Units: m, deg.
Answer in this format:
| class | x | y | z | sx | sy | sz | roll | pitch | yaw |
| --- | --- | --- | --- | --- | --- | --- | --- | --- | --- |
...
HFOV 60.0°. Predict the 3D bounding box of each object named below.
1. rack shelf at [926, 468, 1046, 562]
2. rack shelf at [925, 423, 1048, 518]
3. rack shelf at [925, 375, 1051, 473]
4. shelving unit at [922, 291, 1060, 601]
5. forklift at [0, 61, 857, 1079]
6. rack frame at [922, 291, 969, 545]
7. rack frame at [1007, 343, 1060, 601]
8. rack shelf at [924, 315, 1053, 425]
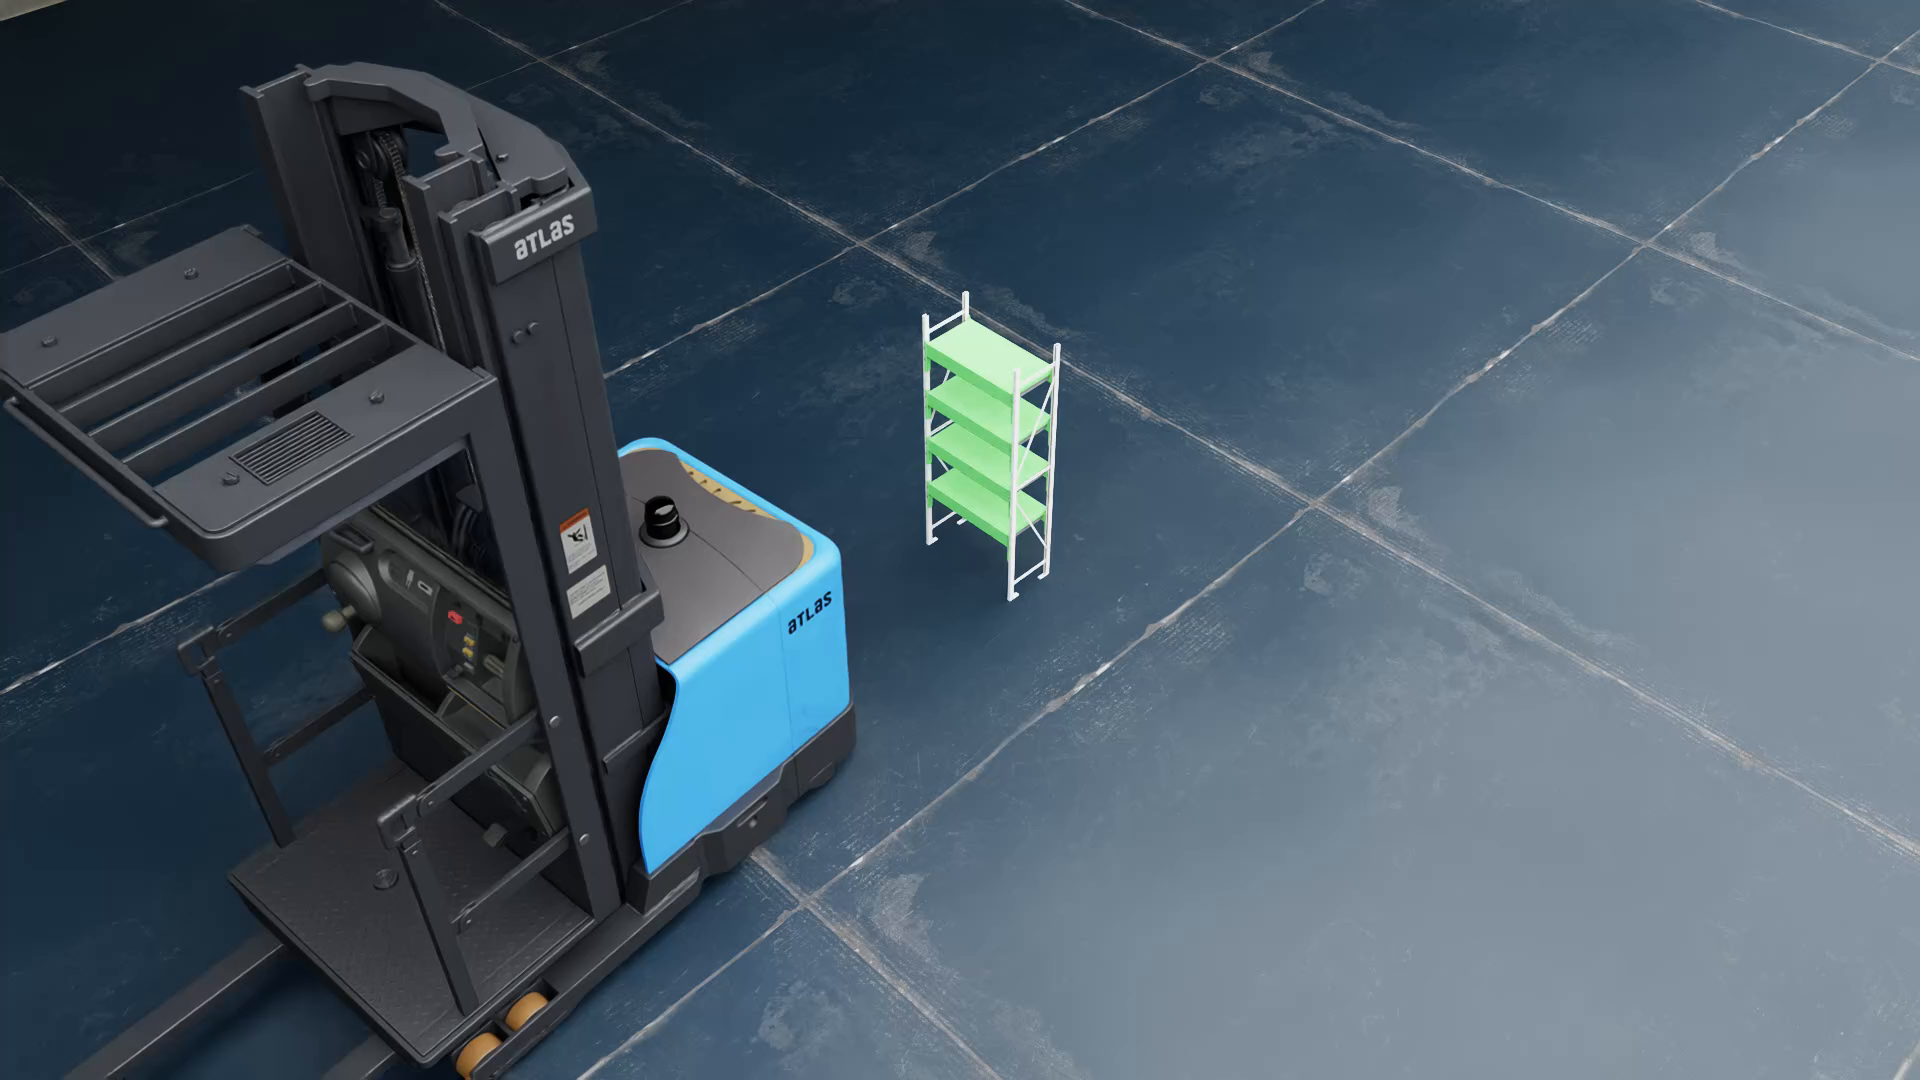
| class | x | y | z | sx | sy | sz | roll | pitch | yaw |
| --- | --- | --- | --- | --- | --- | --- | --- | --- | --- |
| rack shelf | 0.117 | -0.138 | 6.963 | 0.258 | 0.148 | 0.480 | -34 | 53 | -31 |
| rack shelf | 0.117 | -0.314 | 6.800 | 0.258 | 0.148 | 0.480 | -34 | 53 | -31 |
| rack shelf | 0.117 | -0.490 | 6.637 | 0.258 | 0.148 | 0.480 | -34 | 53 | -31 |
| shelving unit | 0.117 | -0.361 | 6.757 | 0.258 | 1.200 | 0.503 | -34 | 53 | -31 |
| forklift | -1.726 | 0.286 | 4.781 | 1.130 | 2.935 | 3.031 | 30 | 50 | 28 |
| rack frame | -0.055 | -0.478 | 6.884 | 0.240 | 1.200 | 0.015 | -34 | 53 | -31 |
| rack frame | 0.289 | -0.244 | 6.630 | 0.240 | 1.200 | 0.015 | -34 | 53 | -31 |
| rack shelf | 0.117 | -0.667 | 6.474 | 0.258 | 0.148 | 0.480 | -34 | 53 | -31 |
